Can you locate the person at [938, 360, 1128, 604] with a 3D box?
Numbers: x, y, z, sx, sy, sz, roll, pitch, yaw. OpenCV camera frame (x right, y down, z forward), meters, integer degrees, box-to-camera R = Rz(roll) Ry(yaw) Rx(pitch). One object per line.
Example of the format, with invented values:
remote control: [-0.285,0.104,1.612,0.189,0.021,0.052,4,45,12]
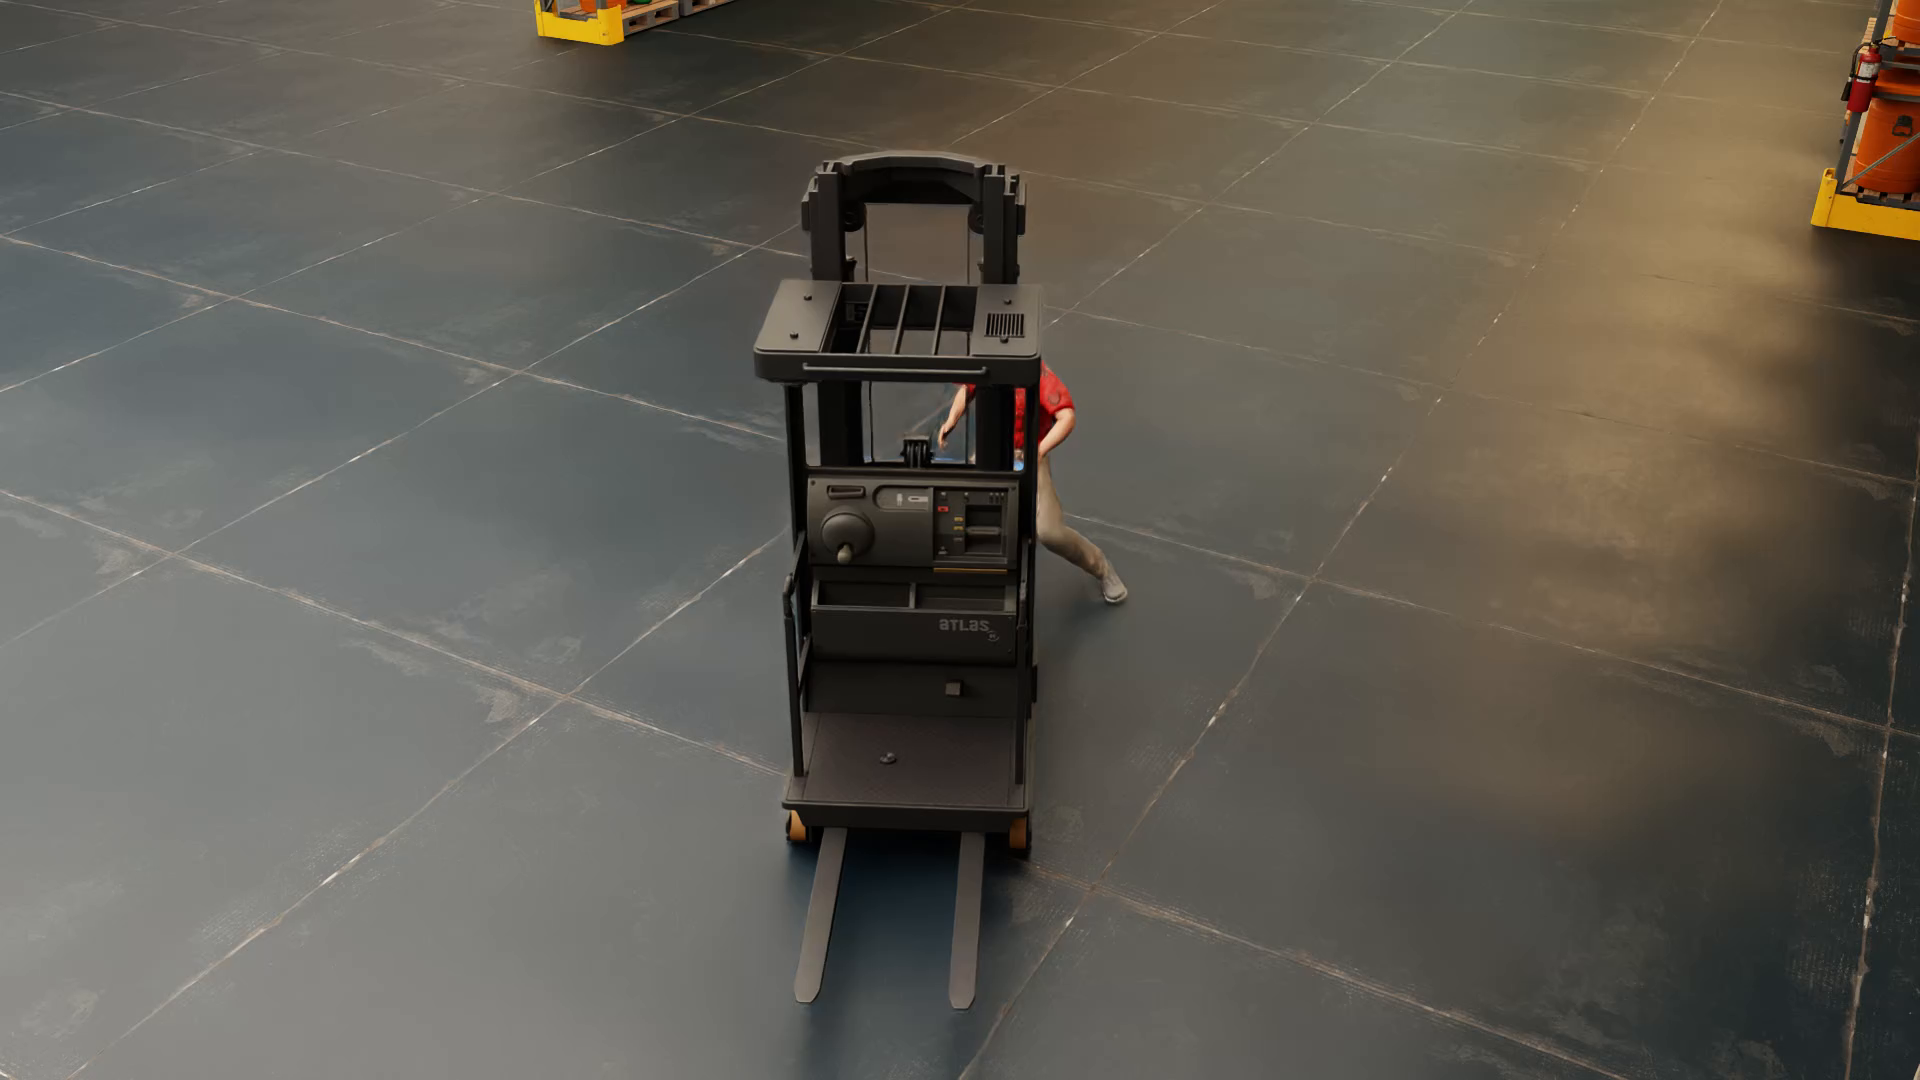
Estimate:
person: [0.260,-0.413,9.190,1.316,1.523,0.831,26,39,37]

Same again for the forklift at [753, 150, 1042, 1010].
forklift: [-0.216,-0.029,7.121,1.130,2.935,3.031,2,30,3]
